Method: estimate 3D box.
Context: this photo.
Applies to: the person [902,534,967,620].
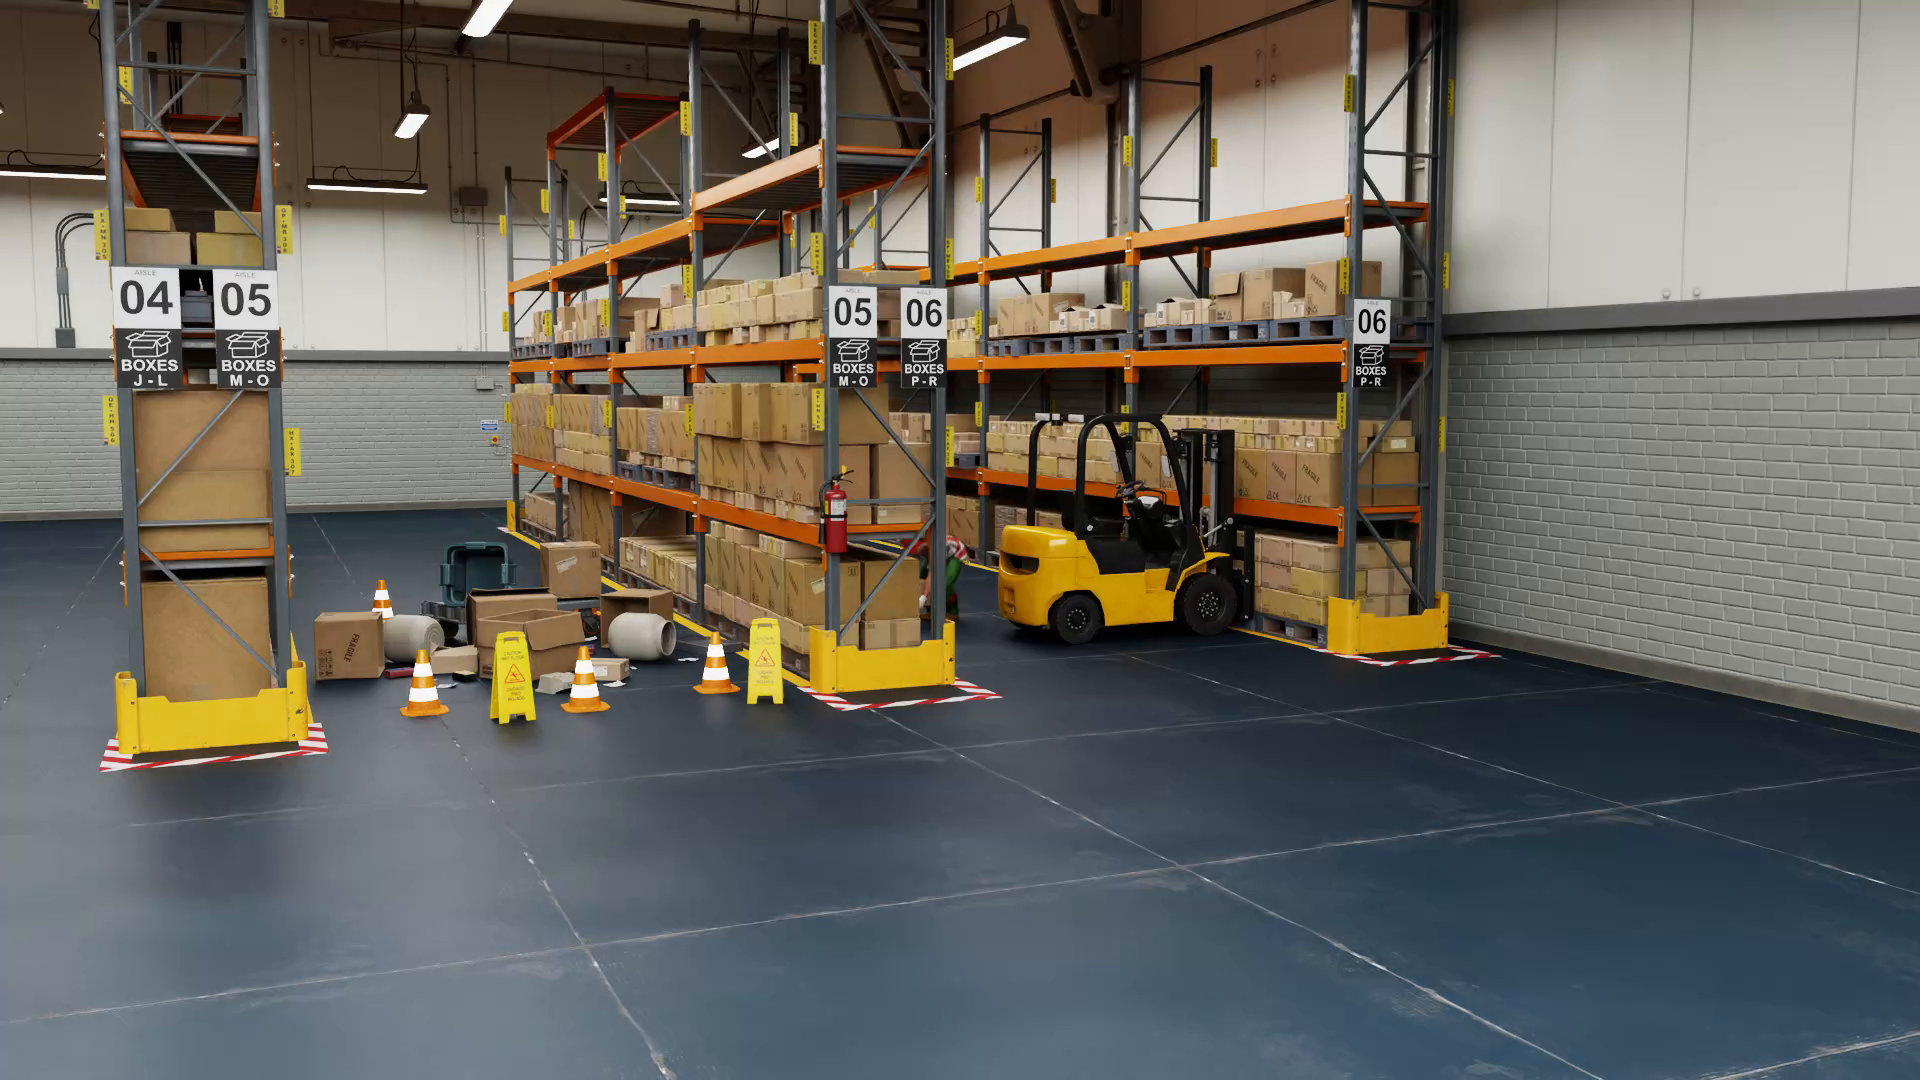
[{"bbox_3d":[-0.298,0.353,17.133,0.534,0.984,0.941,4,6,35],"label":"person"}]
